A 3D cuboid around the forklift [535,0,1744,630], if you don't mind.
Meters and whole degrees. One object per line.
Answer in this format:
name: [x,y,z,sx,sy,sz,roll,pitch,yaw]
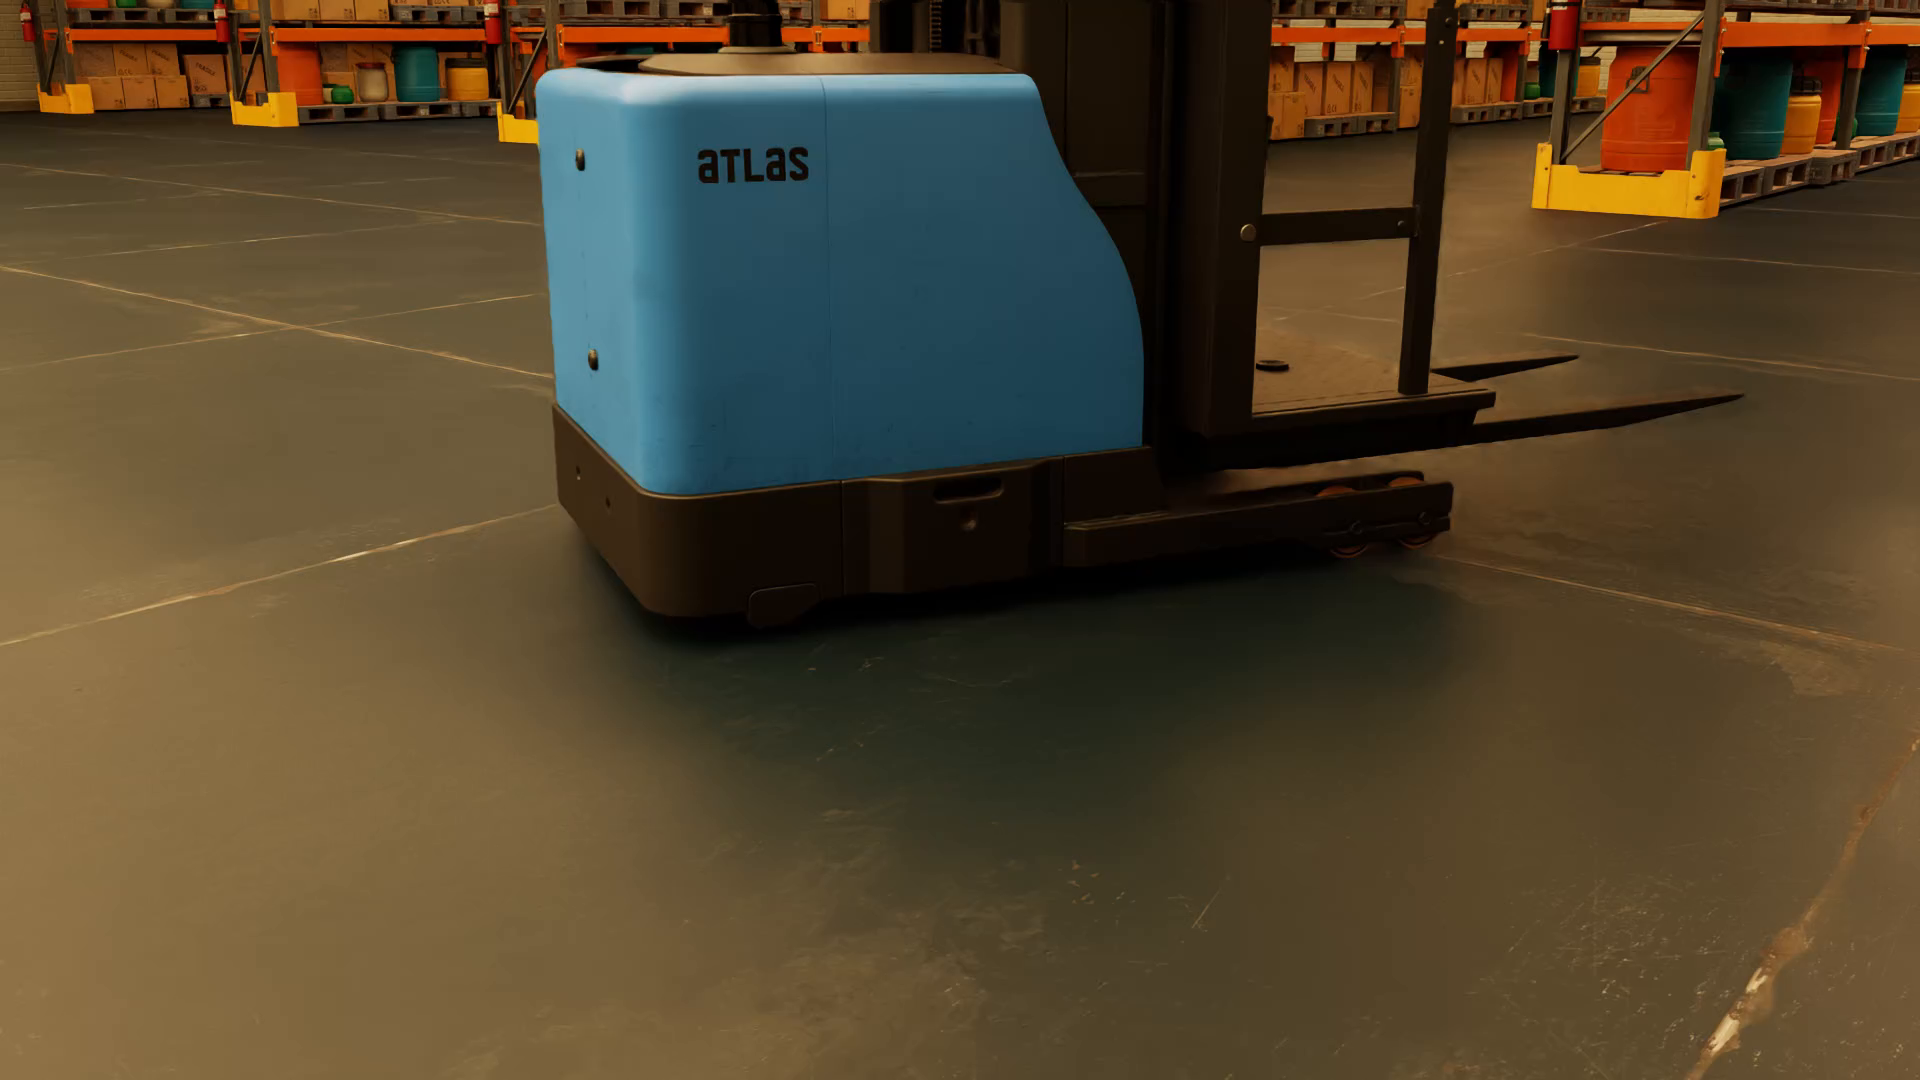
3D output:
forklift: [0.592,-1.492,3.810,3.031,2.935,1.130,-7,18,-23]
